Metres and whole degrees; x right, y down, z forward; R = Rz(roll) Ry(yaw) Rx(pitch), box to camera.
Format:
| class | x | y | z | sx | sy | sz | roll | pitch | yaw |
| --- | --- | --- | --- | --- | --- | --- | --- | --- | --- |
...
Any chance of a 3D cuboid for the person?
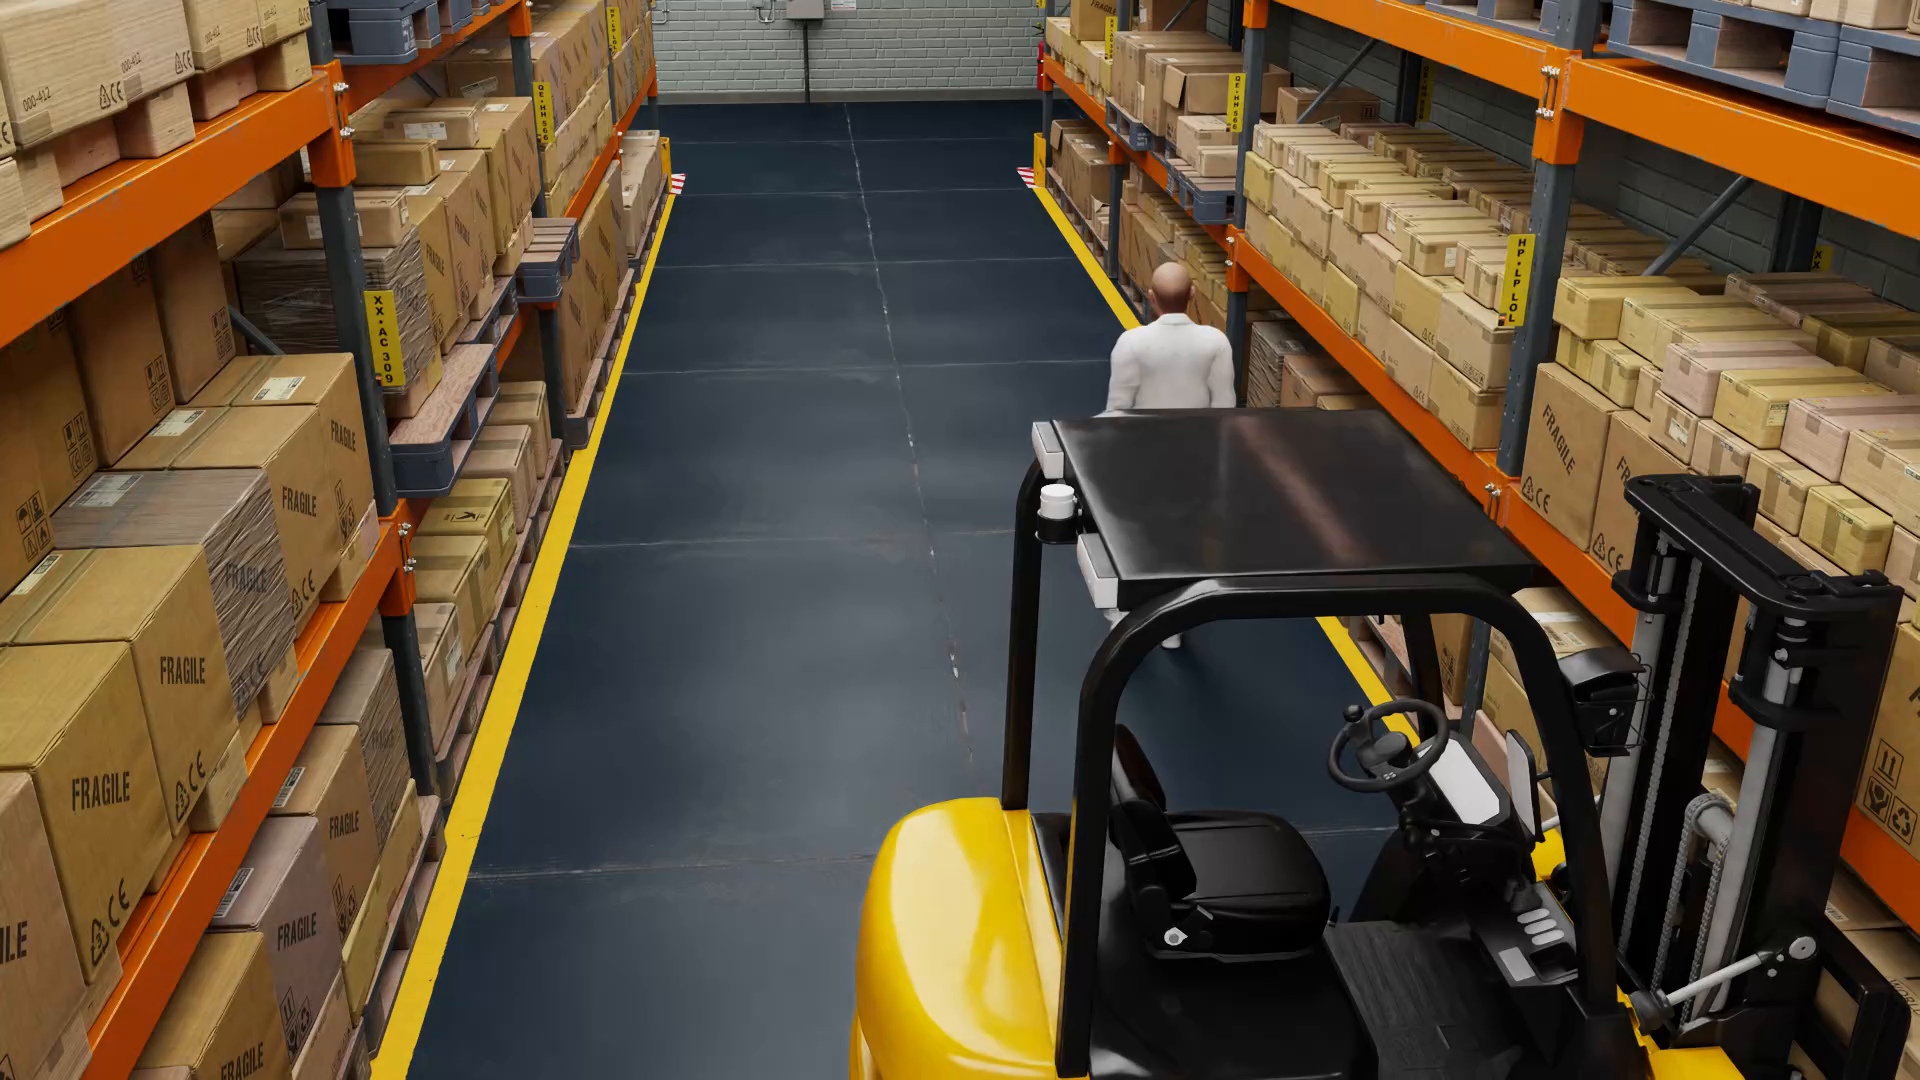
| class | x | y | z | sx | sy | sz | roll | pitch | yaw |
| --- | --- | --- | --- | --- | --- | --- | --- | --- | --- |
| person | 0.936 | -0.352 | 7.481 | 0.634 | 1.839 | 0.393 | 0 | 23 | 1 |
